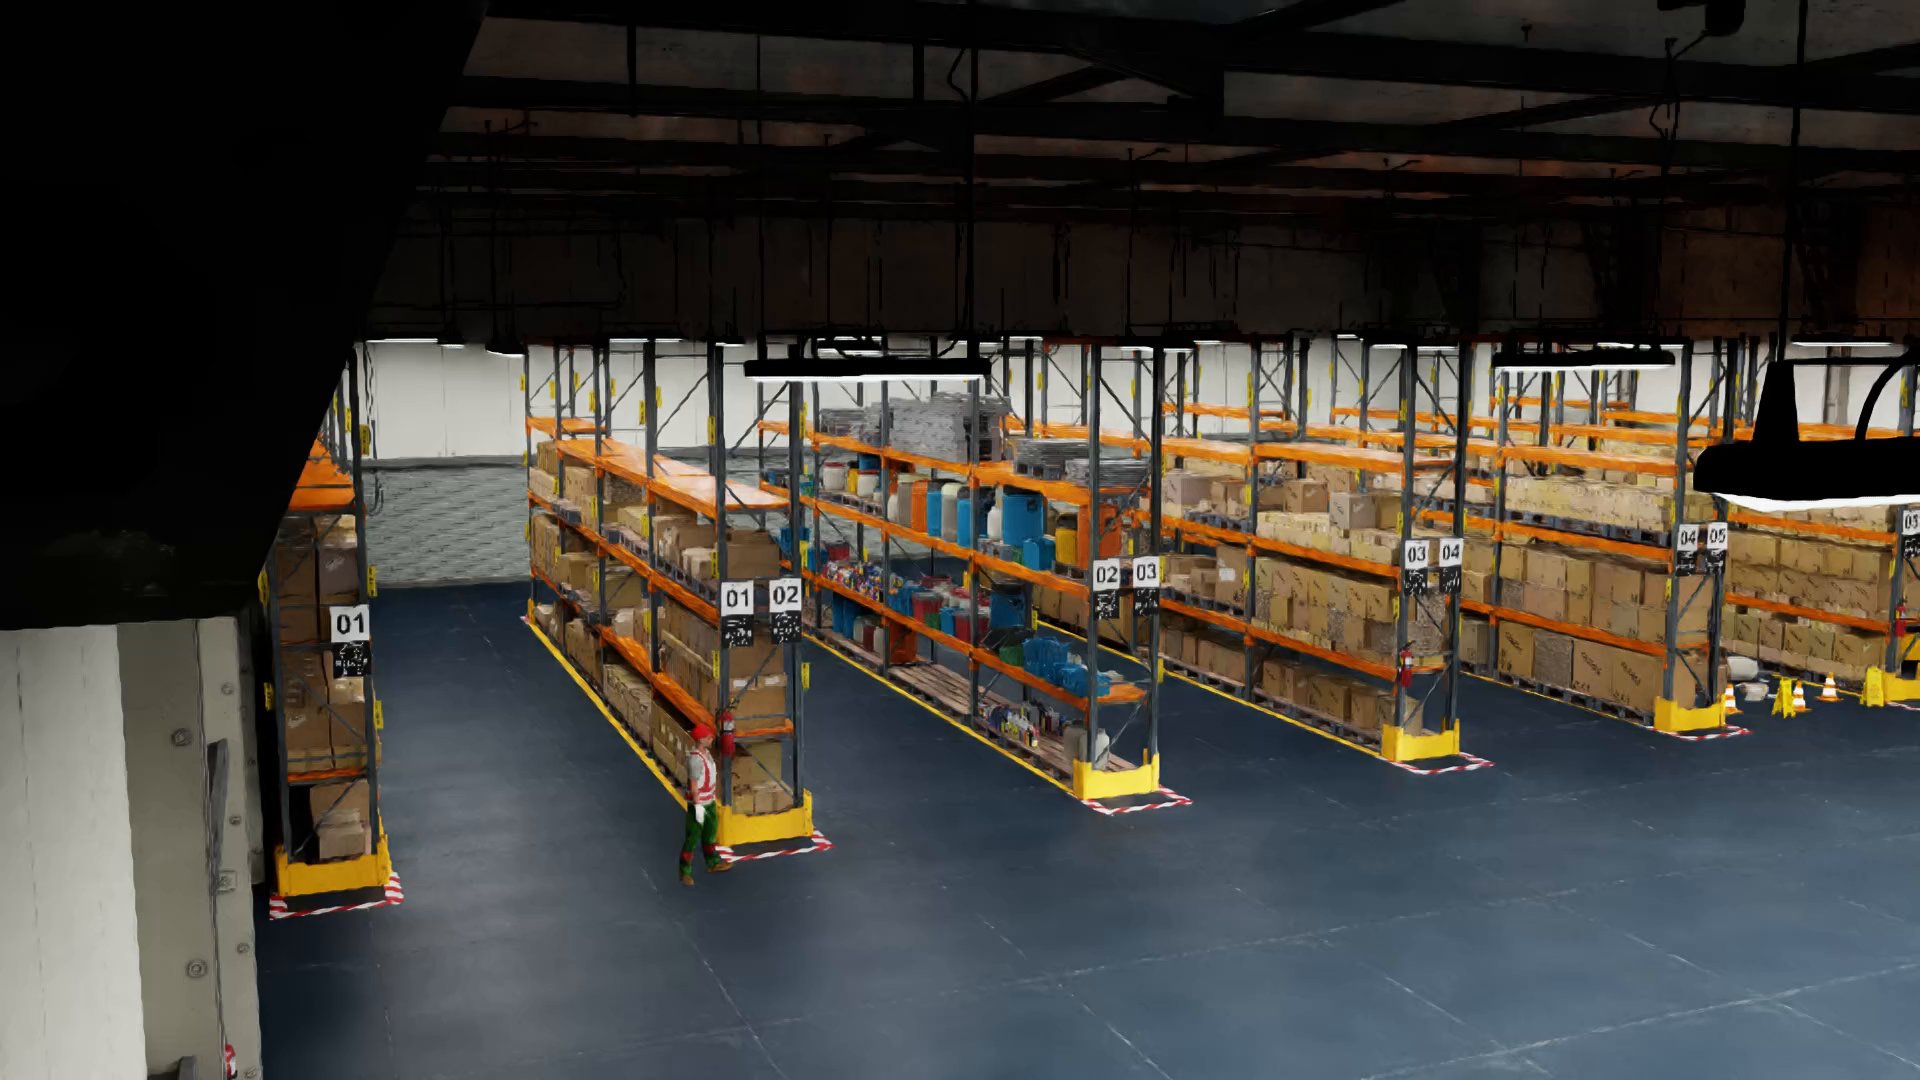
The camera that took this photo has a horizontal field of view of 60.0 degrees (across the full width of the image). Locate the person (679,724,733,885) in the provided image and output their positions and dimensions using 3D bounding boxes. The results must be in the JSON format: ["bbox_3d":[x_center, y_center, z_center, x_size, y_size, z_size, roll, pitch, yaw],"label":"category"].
[{"bbox_3d":[-2.906,2.942,18.788,0.496,1.787,0.688,1,8,9],"label":"person"}]
